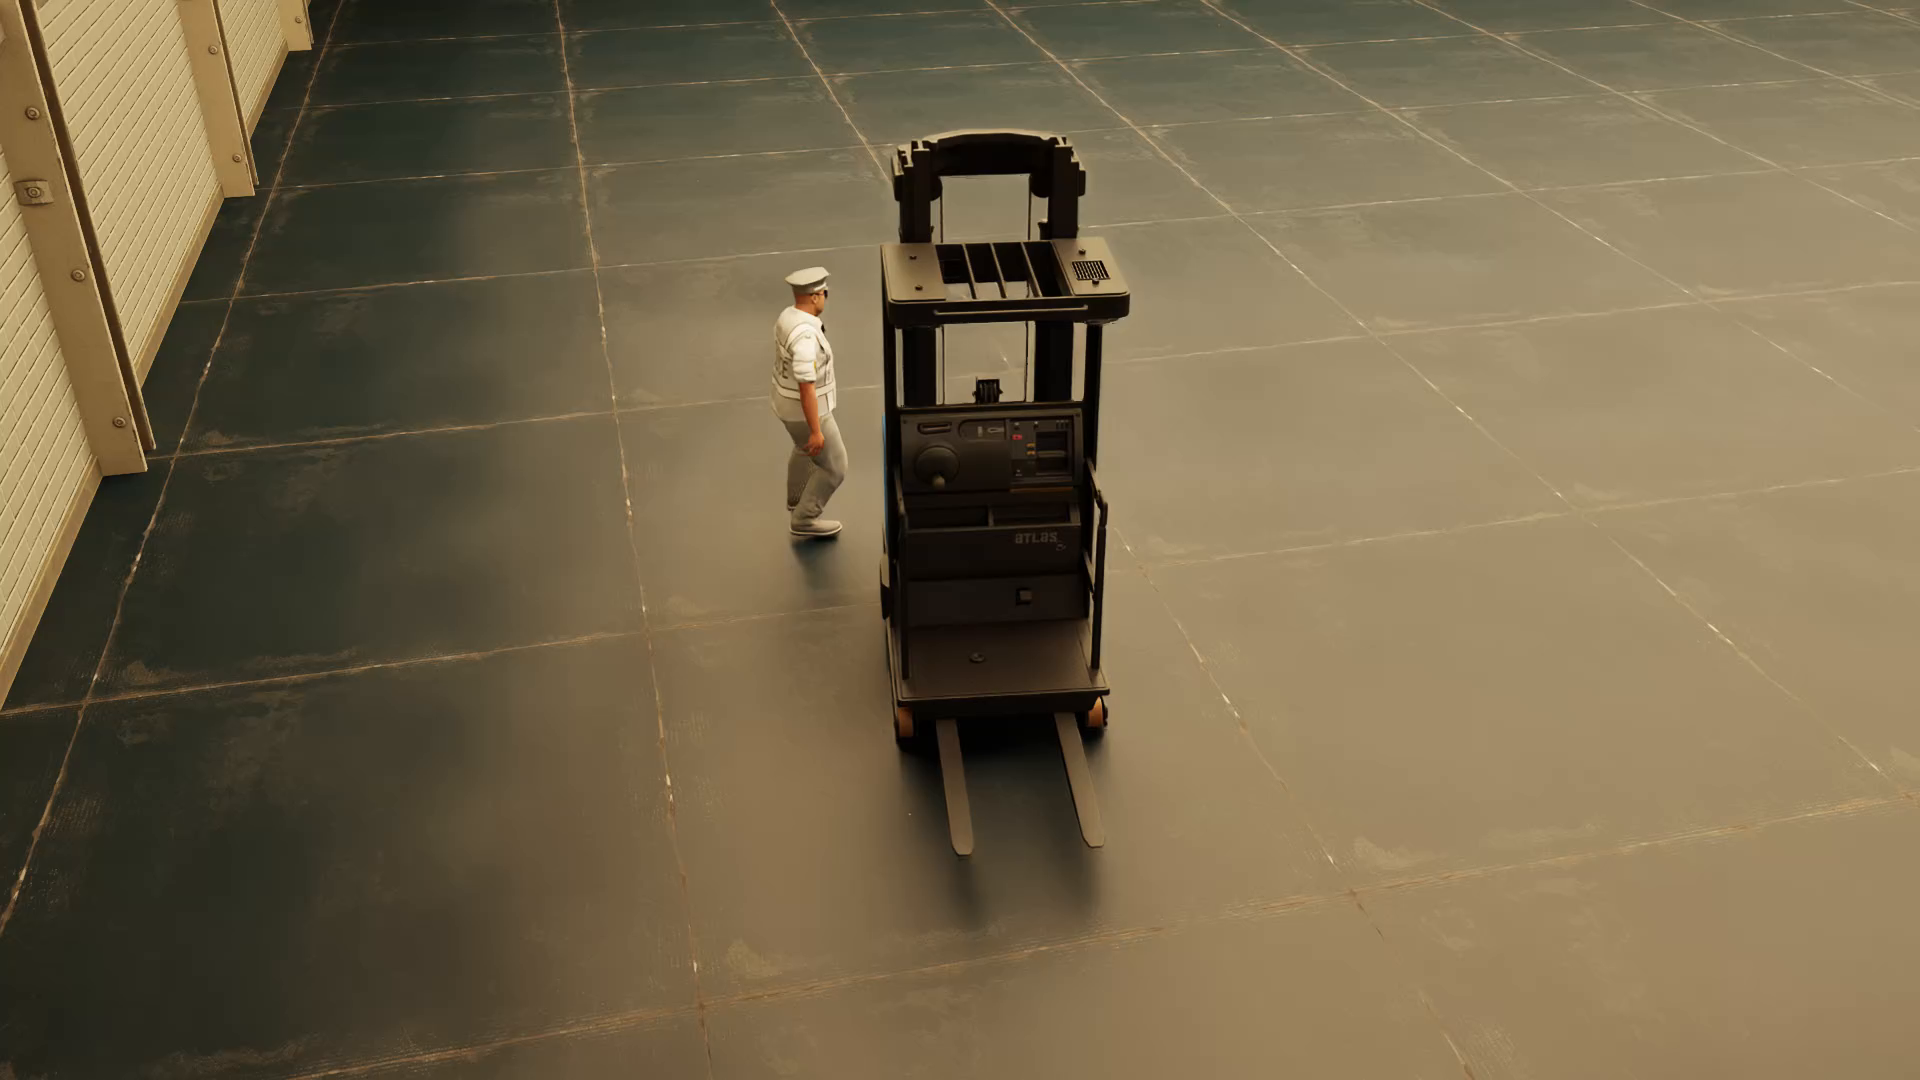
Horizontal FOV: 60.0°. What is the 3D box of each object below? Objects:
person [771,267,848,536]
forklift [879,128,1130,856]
[{"bbox_3d":[-0.946,-0.834,10.221,0.417,1.724,0.831,-10,32,-17],"label":"person"},{"bbox_3d":[0.185,-0.409,8.282,1.130,2.935,3.031,-3,30,-5],"label":"forklift"}]
